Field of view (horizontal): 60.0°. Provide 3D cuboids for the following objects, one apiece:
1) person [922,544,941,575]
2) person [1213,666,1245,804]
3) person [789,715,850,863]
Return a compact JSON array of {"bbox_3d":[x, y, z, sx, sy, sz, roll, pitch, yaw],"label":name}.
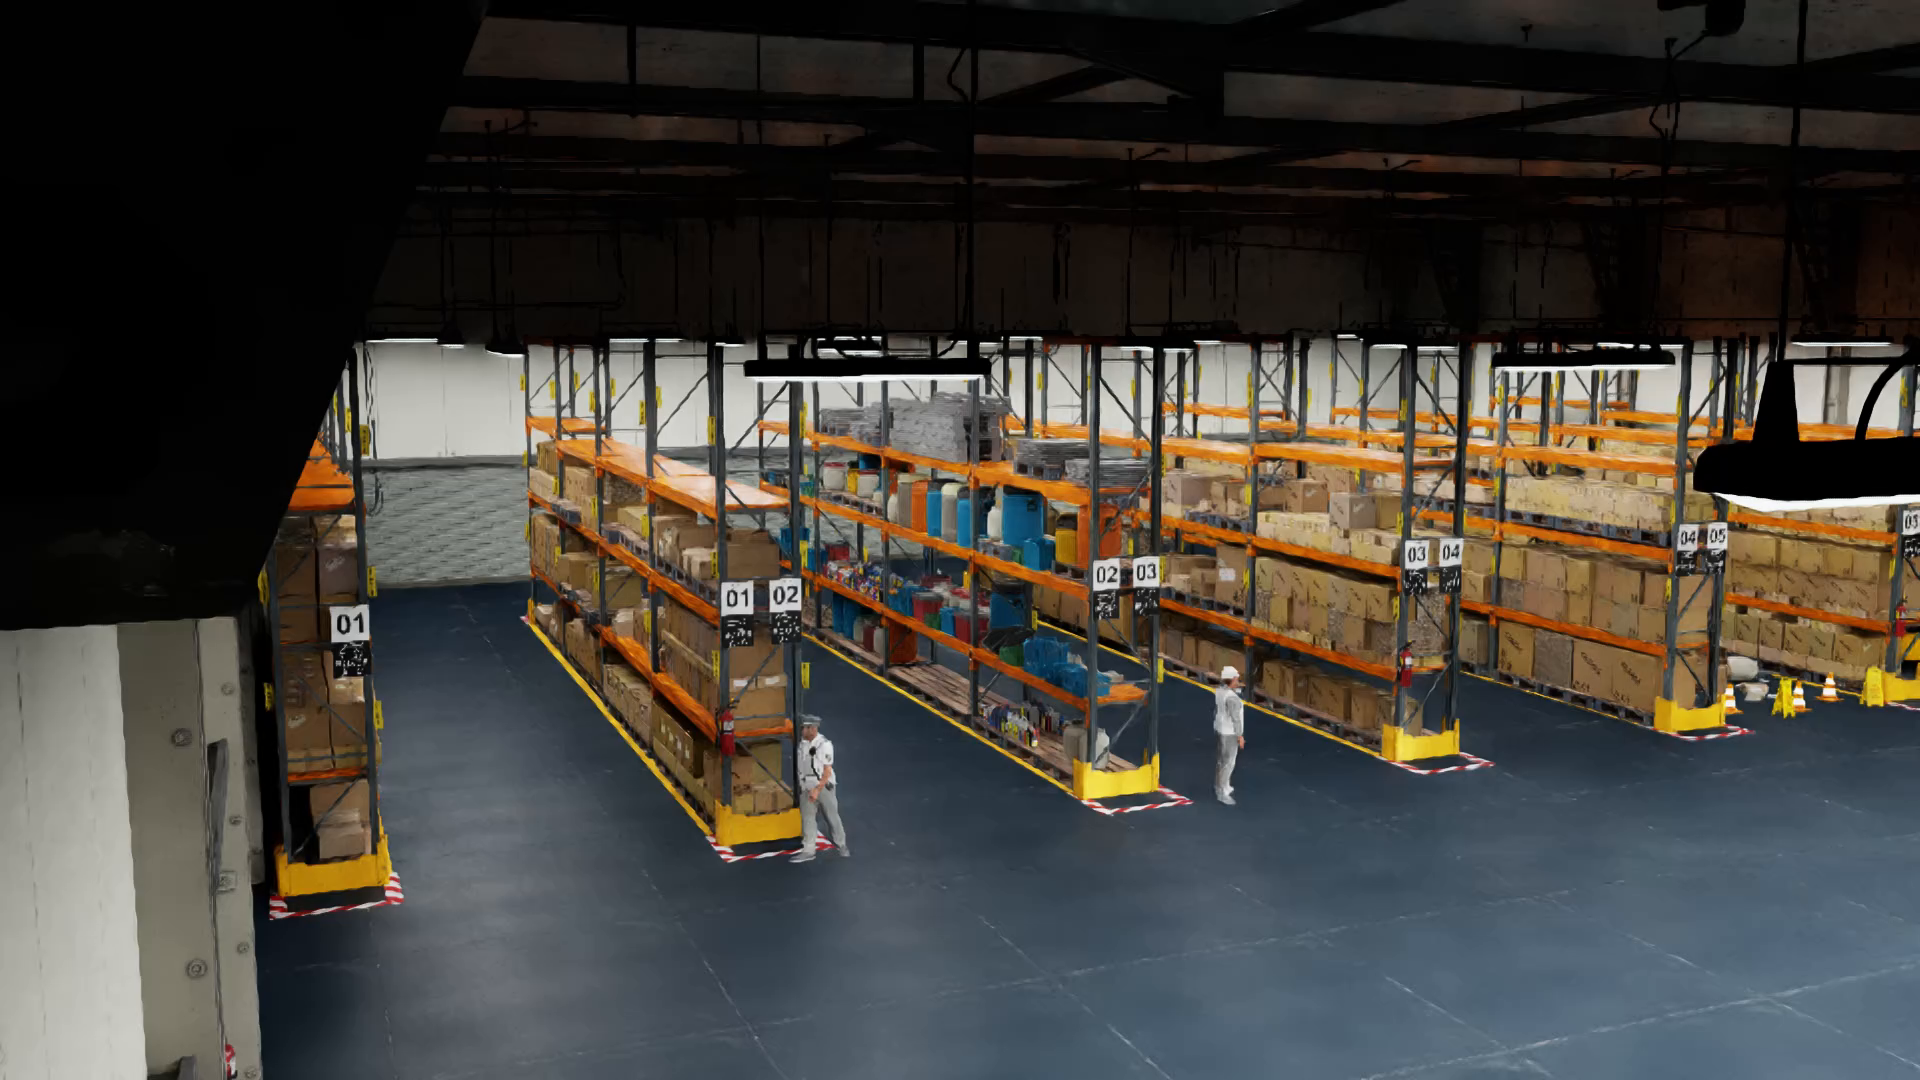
[{"bbox_3d":[-0.696,0.136,40.895,0.461,1.517,0.866,0,8,-1],"label":"person"},{"bbox_3d":[3.536,2.531,21.912,0.383,1.778,0.688,-2,8,-12],"label":"person"},{"bbox_3d":[-1.649,2.889,19.475,0.570,1.739,0.721,6,10,39],"label":"person"}]
